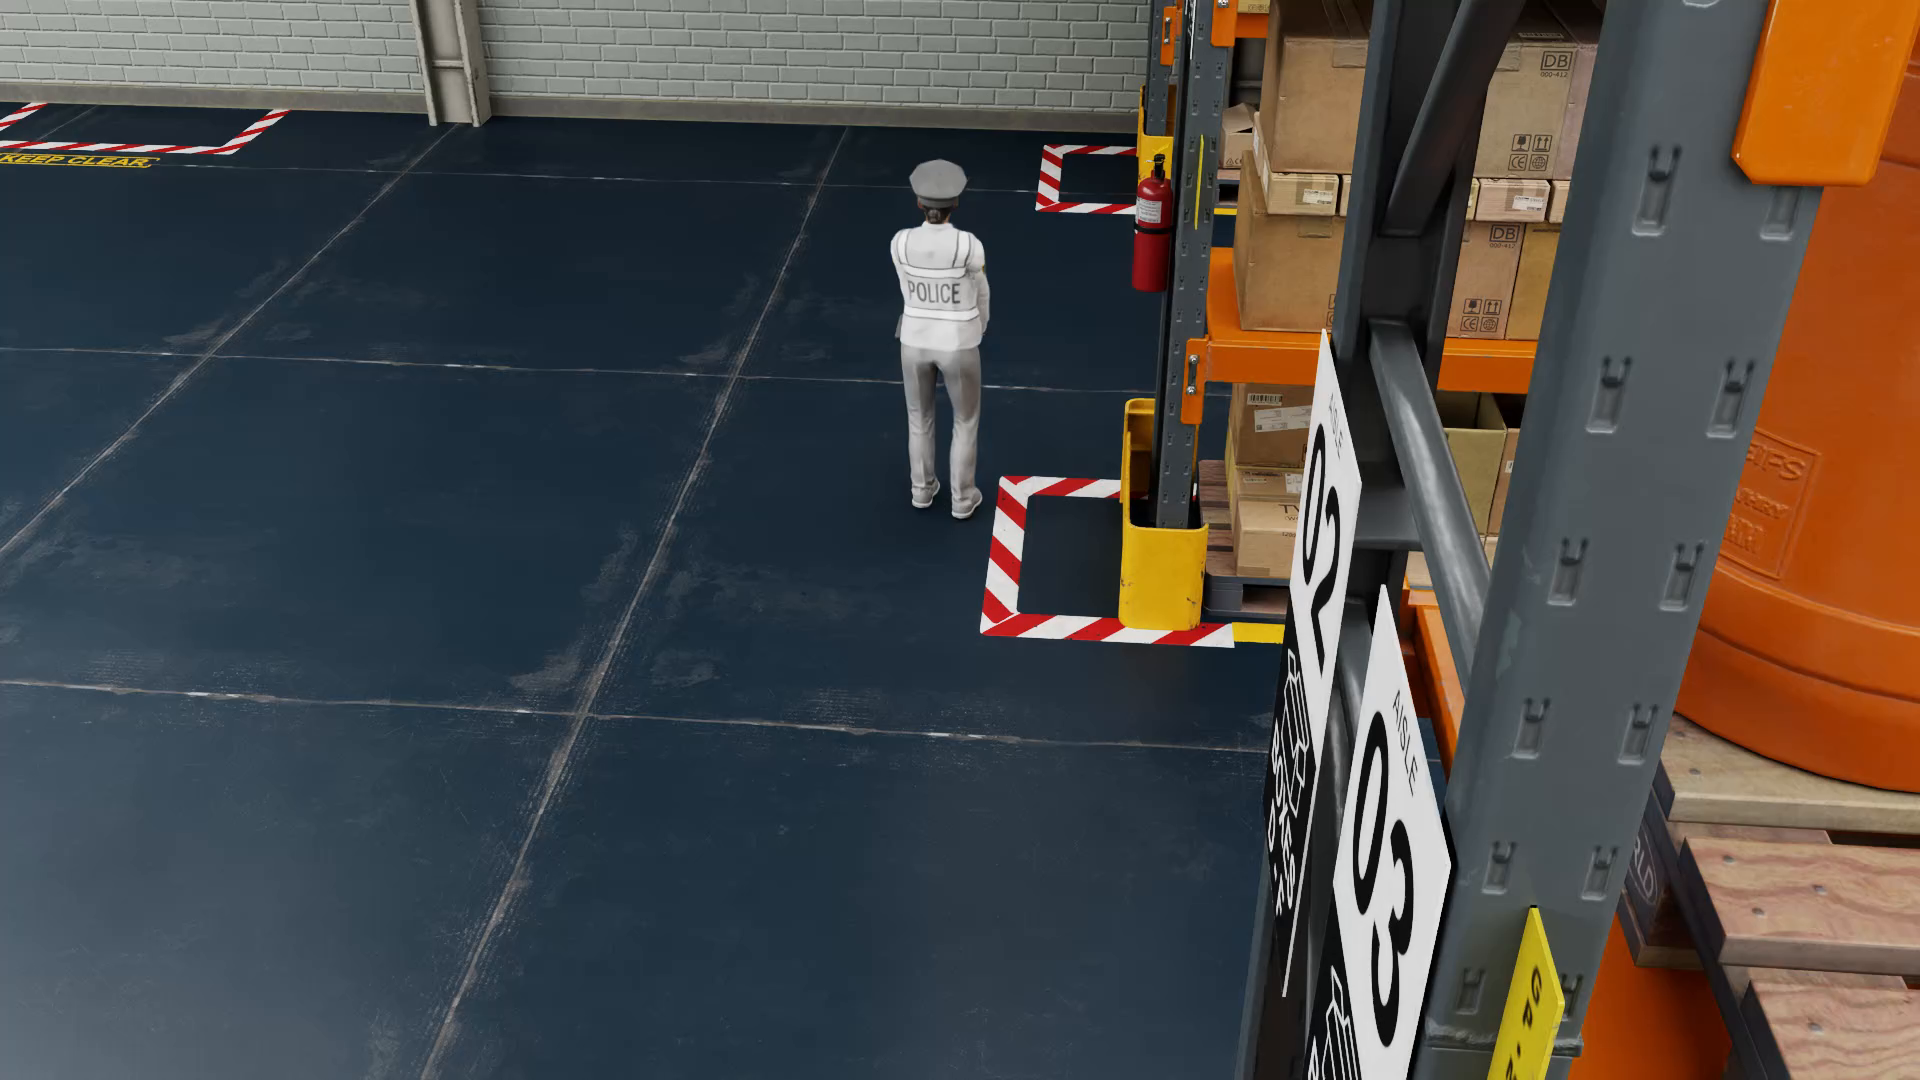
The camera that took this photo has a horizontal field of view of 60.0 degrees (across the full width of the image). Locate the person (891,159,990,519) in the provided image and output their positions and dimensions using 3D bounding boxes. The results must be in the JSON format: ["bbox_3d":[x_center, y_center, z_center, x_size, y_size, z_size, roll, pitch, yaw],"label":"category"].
[{"bbox_3d":[-0.081,-0.914,7.582,0.416,1.682,0.529,6,33,9],"label":"person"}]
